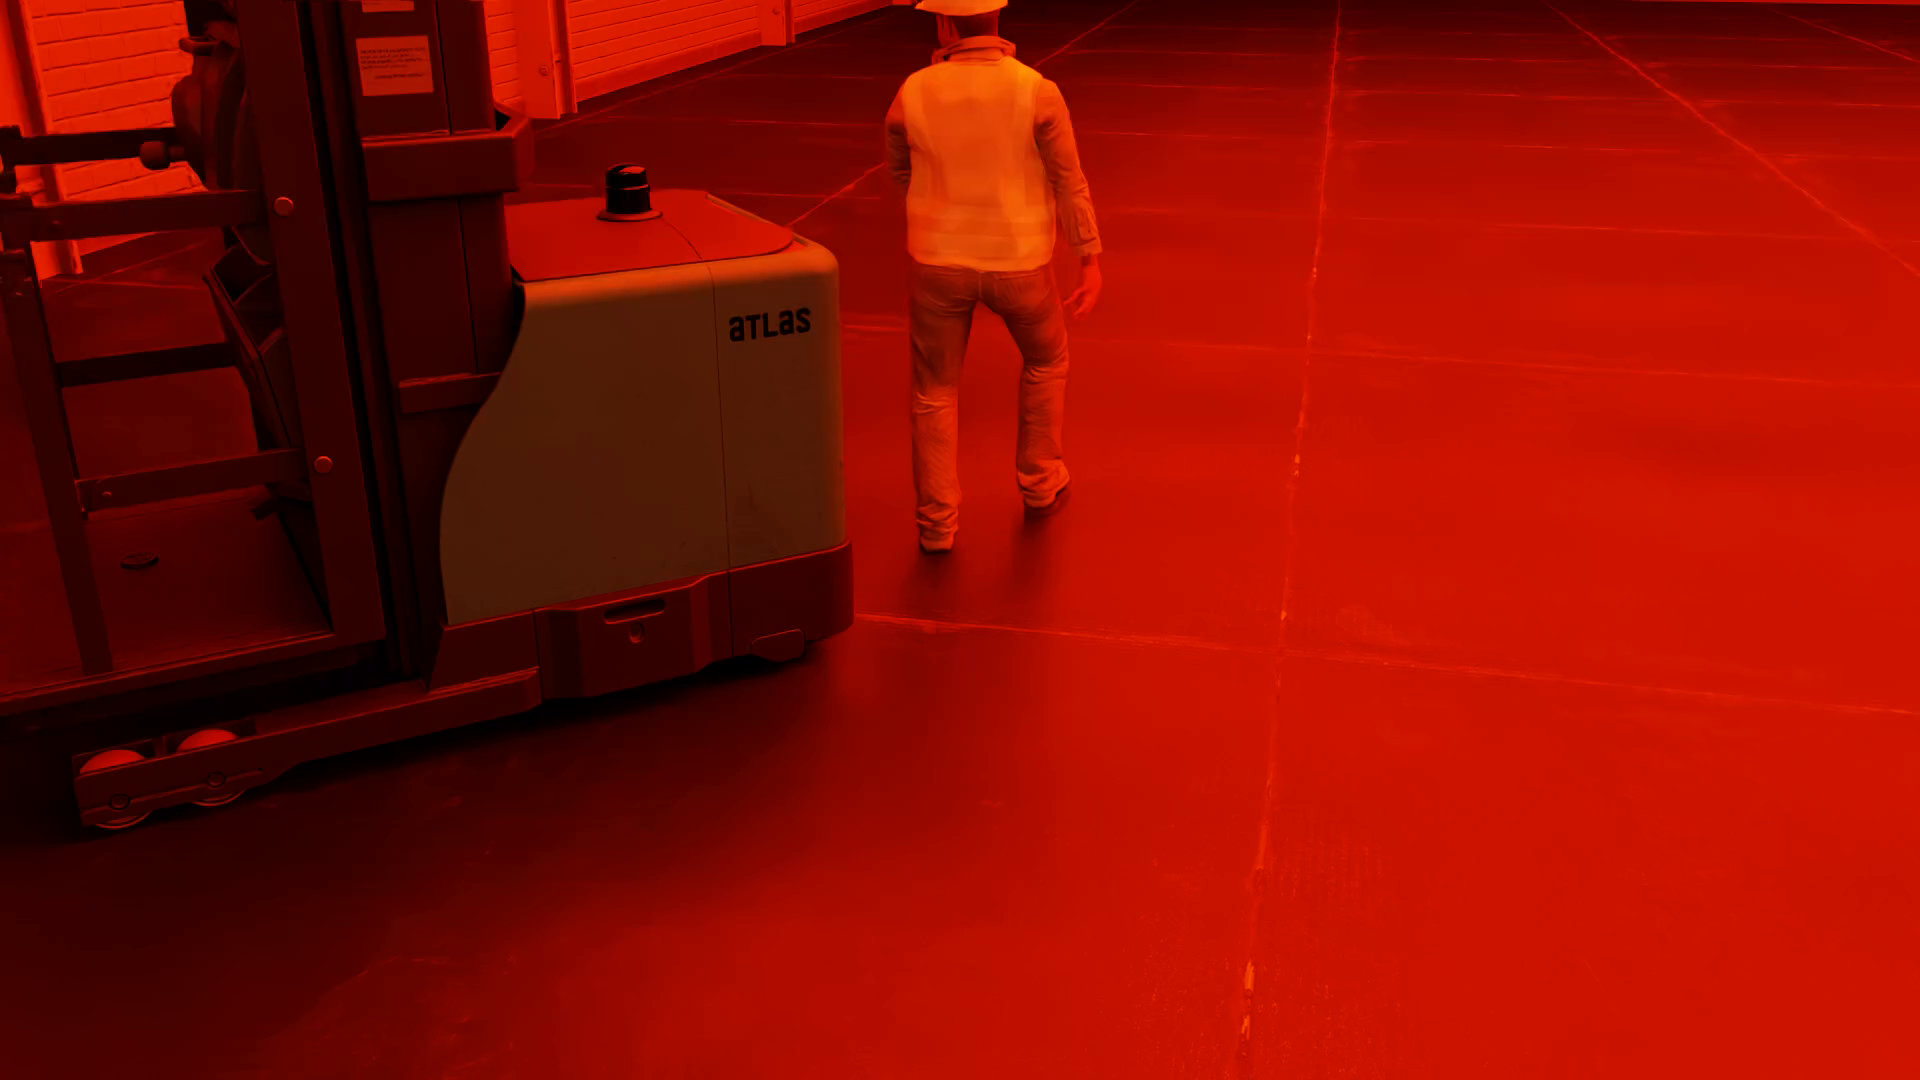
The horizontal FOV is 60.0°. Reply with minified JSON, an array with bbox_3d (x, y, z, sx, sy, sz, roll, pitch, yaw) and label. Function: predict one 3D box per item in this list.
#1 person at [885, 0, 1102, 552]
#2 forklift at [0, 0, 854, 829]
[{"bbox_3d":[0.103,-0.870,5.024,0.651,1.719,0.712,2,22,4],"label":"person"},{"bbox_3d":[-1.824,-0.958,3.617,3.031,2.935,1.130,-12,25,-26],"label":"forklift"}]
